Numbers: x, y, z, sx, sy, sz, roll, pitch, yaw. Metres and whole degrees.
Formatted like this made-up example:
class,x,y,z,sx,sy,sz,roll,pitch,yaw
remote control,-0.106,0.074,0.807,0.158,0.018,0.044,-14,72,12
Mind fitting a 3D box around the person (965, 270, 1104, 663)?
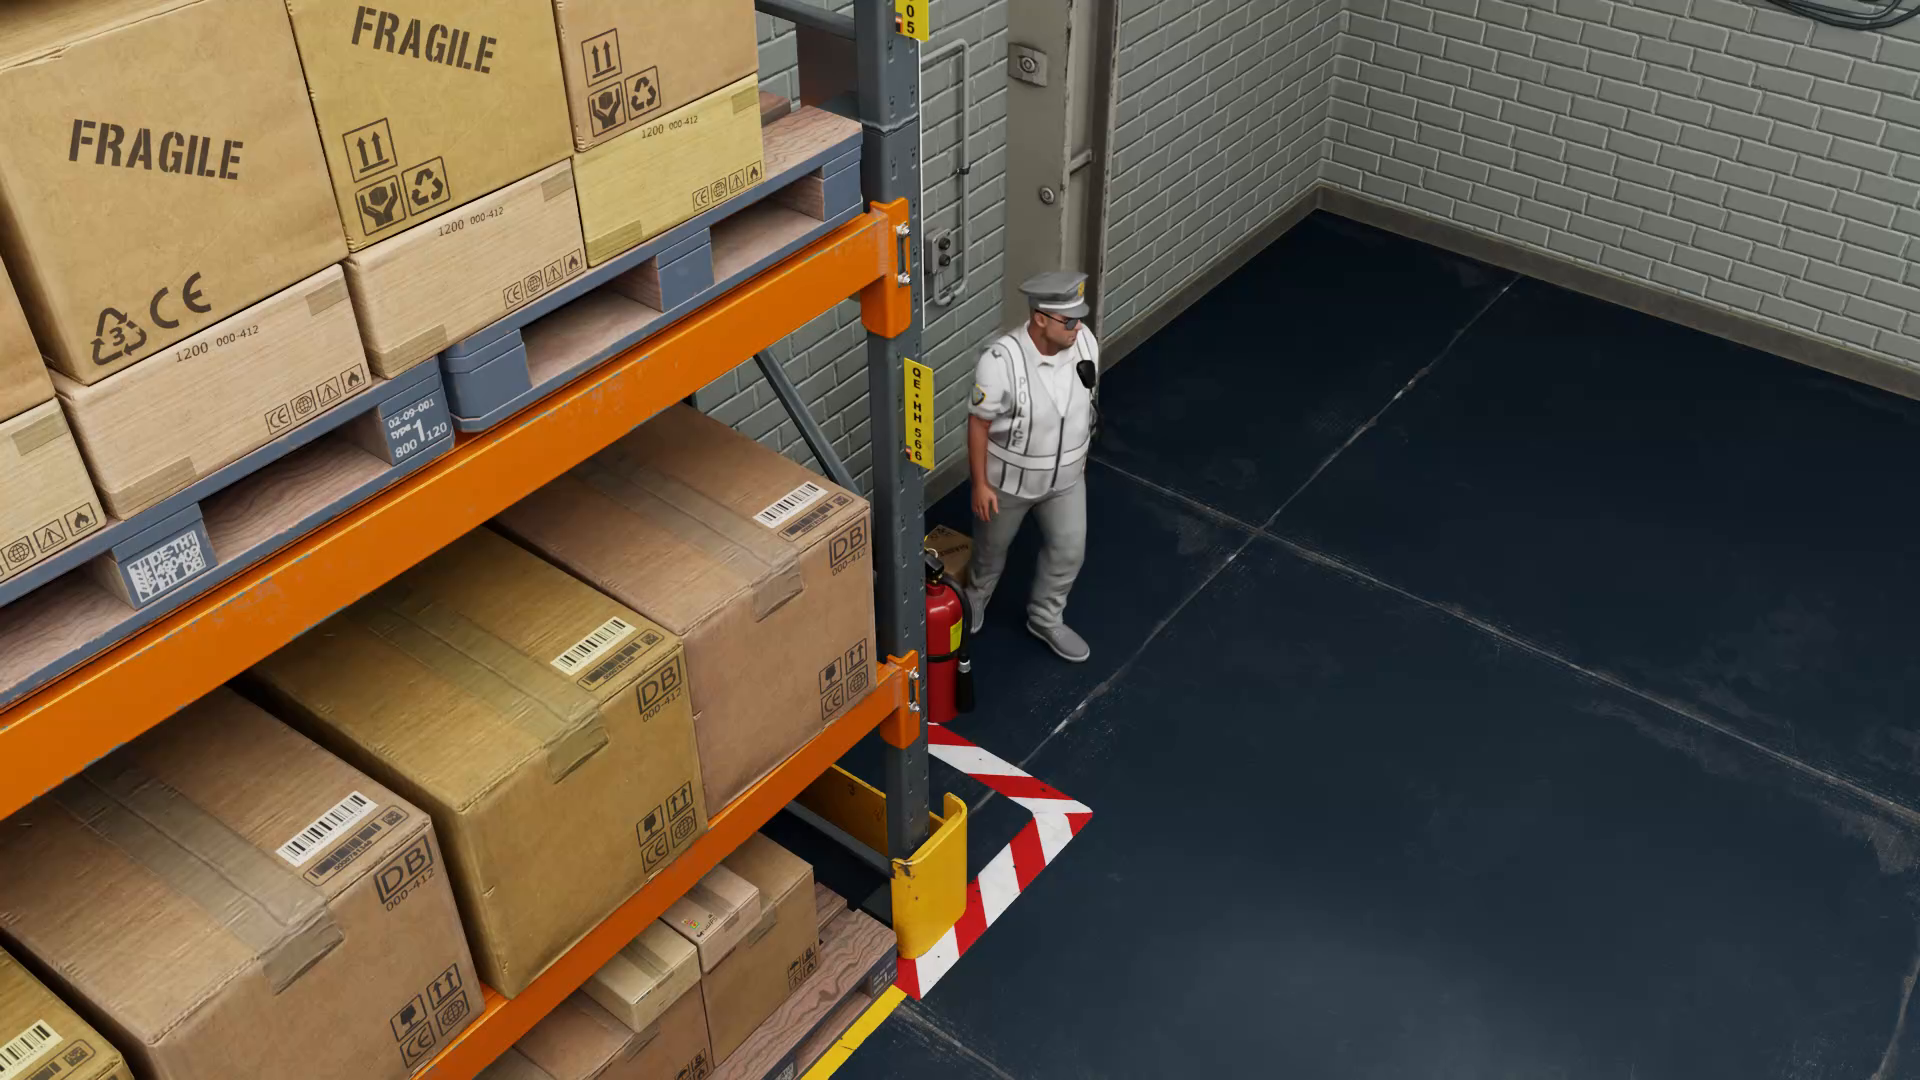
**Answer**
class,x,y,z,sx,sy,sz,roll,pitch,yaw
person,0.266,-0.300,6.521,0.569,1.747,0.586,-16,41,-19
